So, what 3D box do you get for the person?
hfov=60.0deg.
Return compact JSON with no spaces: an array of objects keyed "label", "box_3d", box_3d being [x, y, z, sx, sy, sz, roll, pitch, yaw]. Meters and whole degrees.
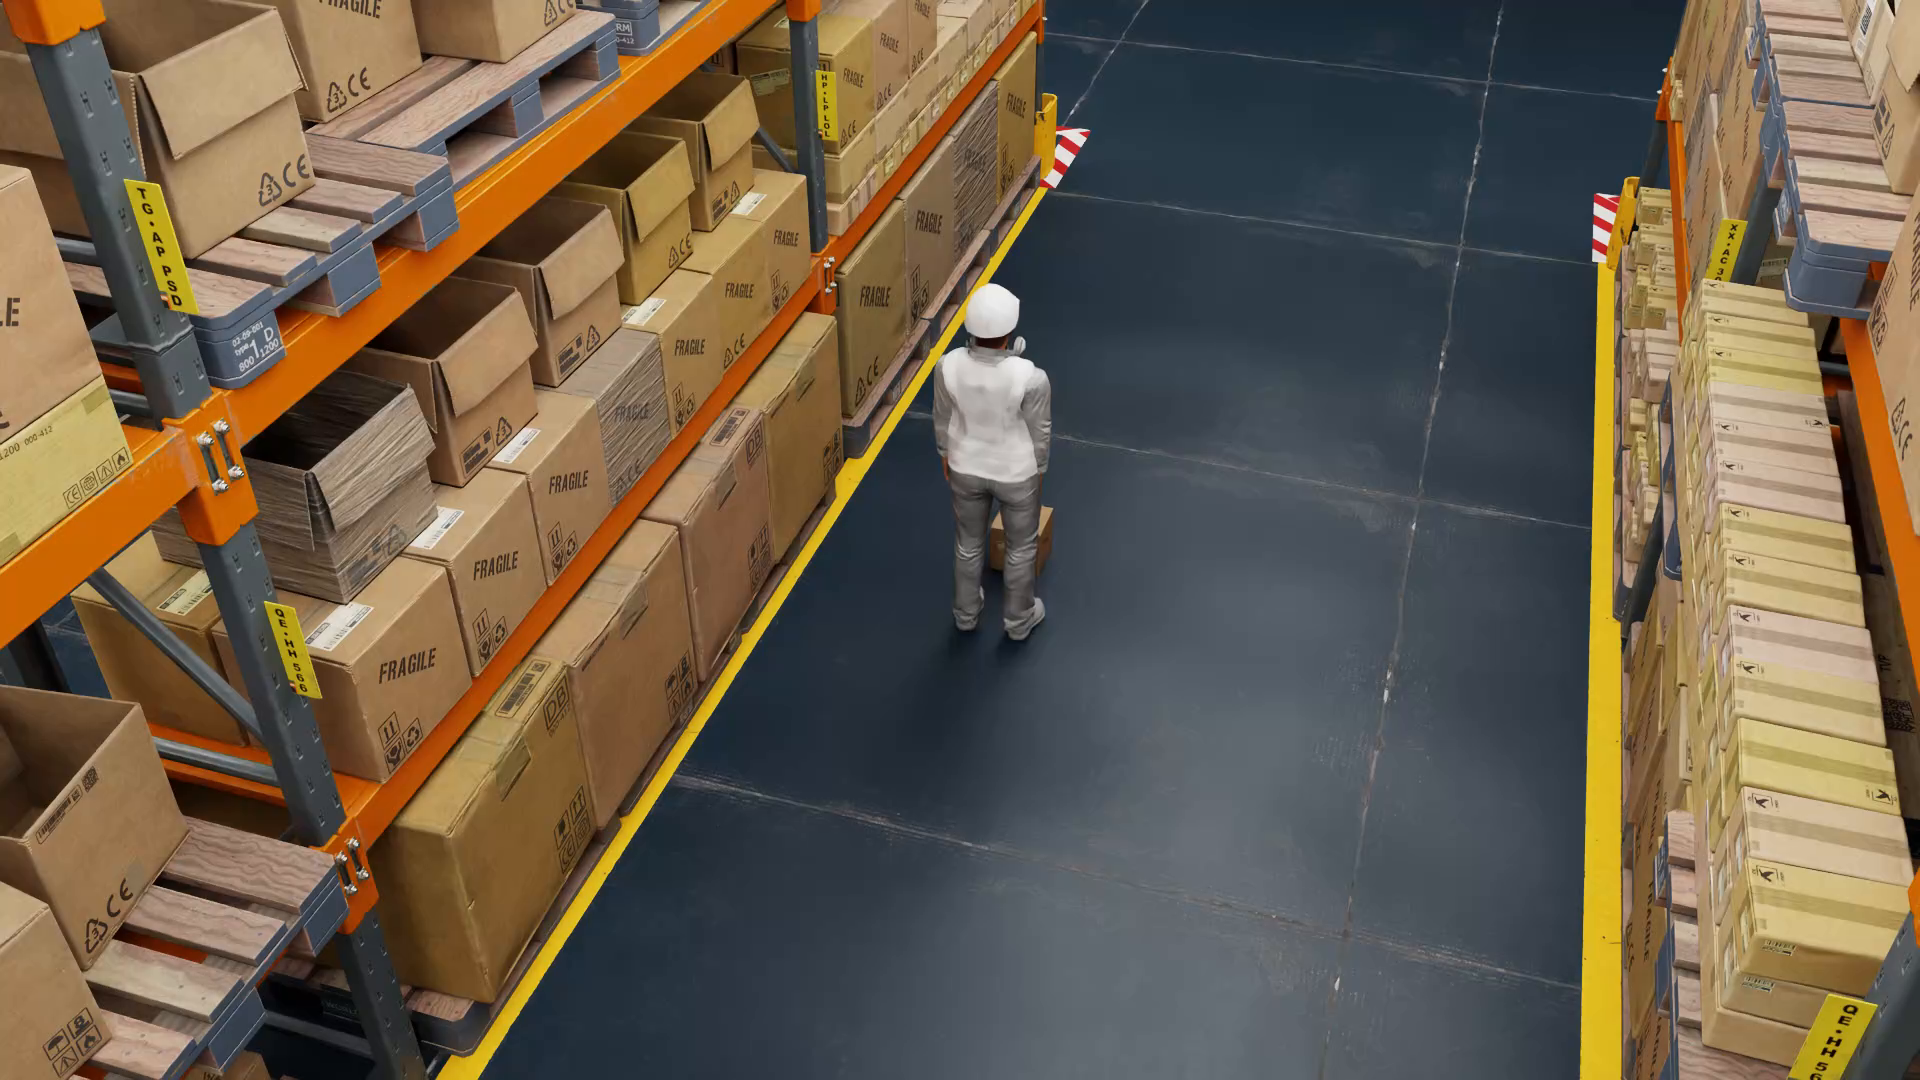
[{"label":"person","box_3d":[0.145,-0.341,7.327,0.533,1.772,0.358,11,38,15]}]
